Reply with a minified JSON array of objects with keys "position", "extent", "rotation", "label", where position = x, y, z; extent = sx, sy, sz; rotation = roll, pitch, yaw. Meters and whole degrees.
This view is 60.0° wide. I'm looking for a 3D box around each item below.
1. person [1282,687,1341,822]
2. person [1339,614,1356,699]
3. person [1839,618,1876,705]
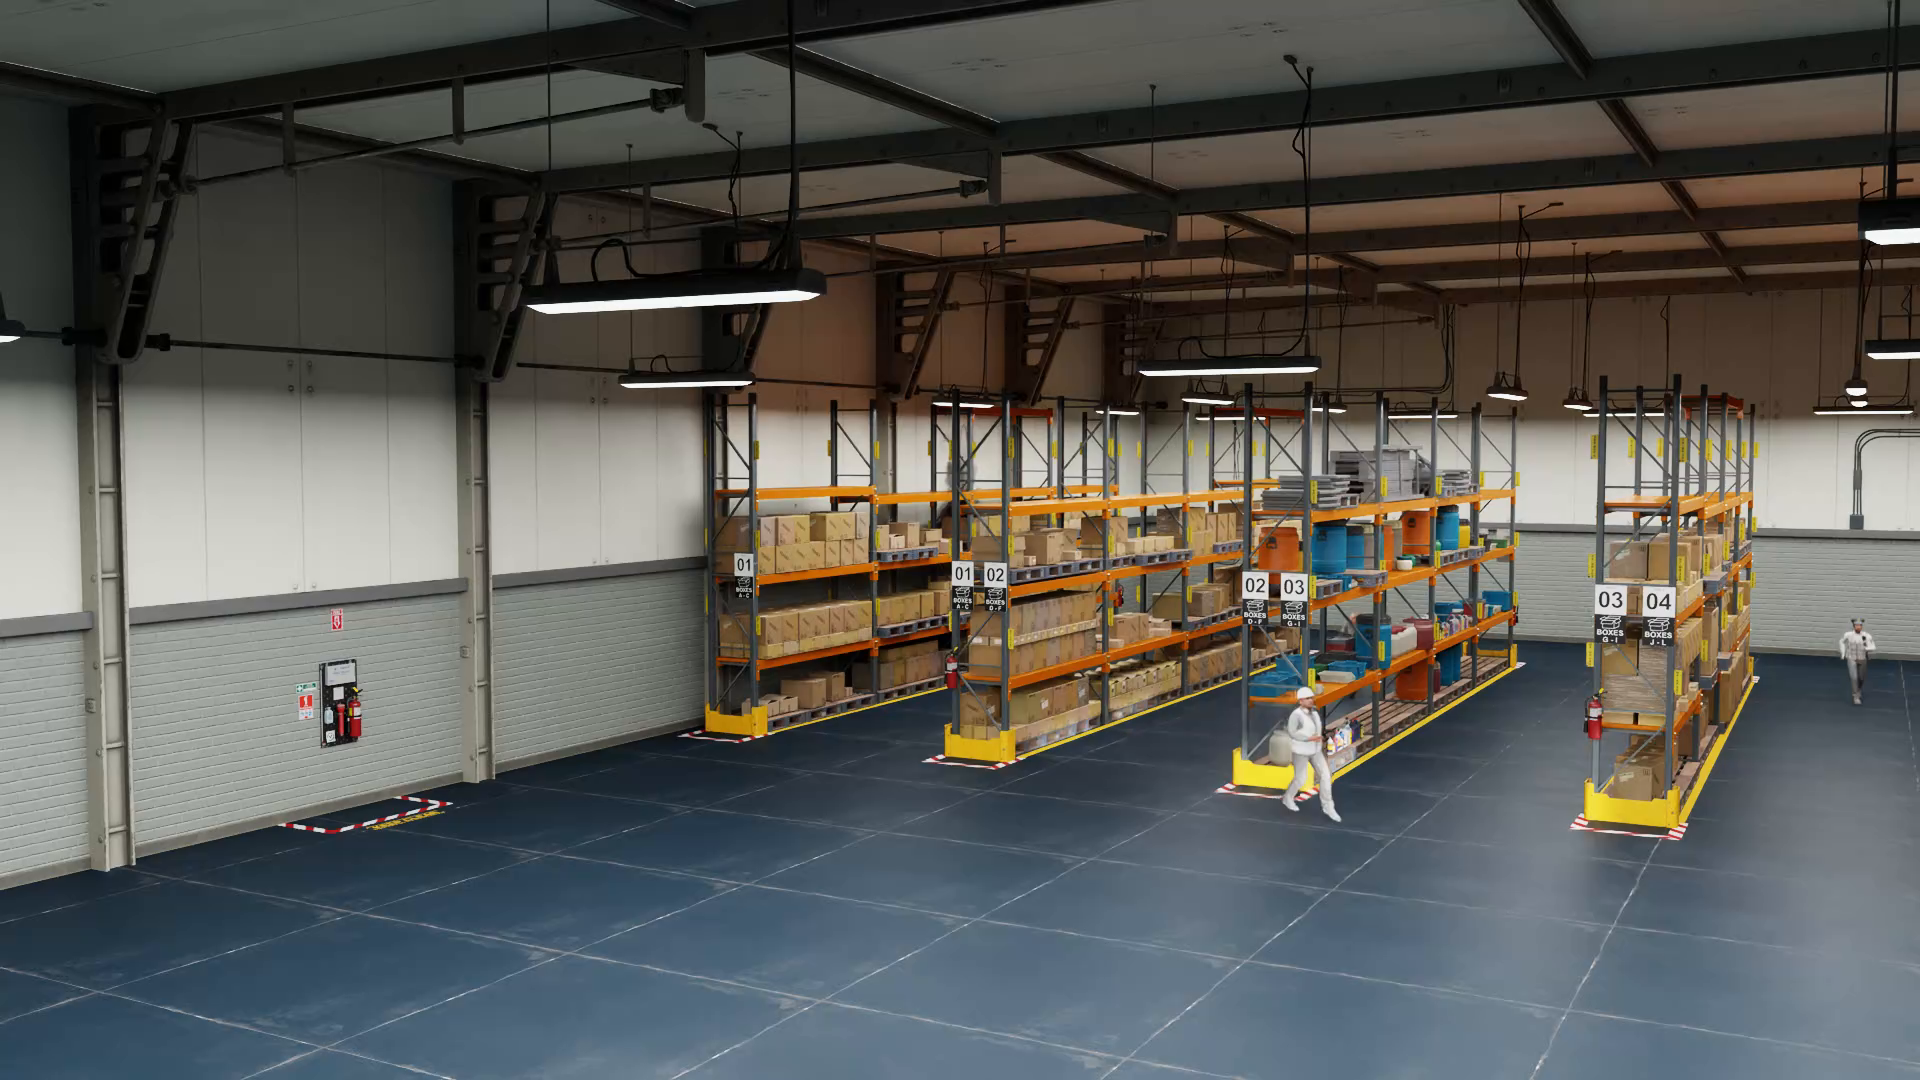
[{"position":[4.709,2.889,22.605],"extent":[0.664,1.784,0.917],"rotation":[-2,4,-36],"label":"person"},{"position":[7.950,2.344,33.658],"extent":[0.669,1.684,0.760],"rotation":[2,3,26],"label":"person"},{"position":[17.715,2.367,32.832],"extent":[0.612,1.671,0.889],"rotation":[1,3,23],"label":"person"}]
